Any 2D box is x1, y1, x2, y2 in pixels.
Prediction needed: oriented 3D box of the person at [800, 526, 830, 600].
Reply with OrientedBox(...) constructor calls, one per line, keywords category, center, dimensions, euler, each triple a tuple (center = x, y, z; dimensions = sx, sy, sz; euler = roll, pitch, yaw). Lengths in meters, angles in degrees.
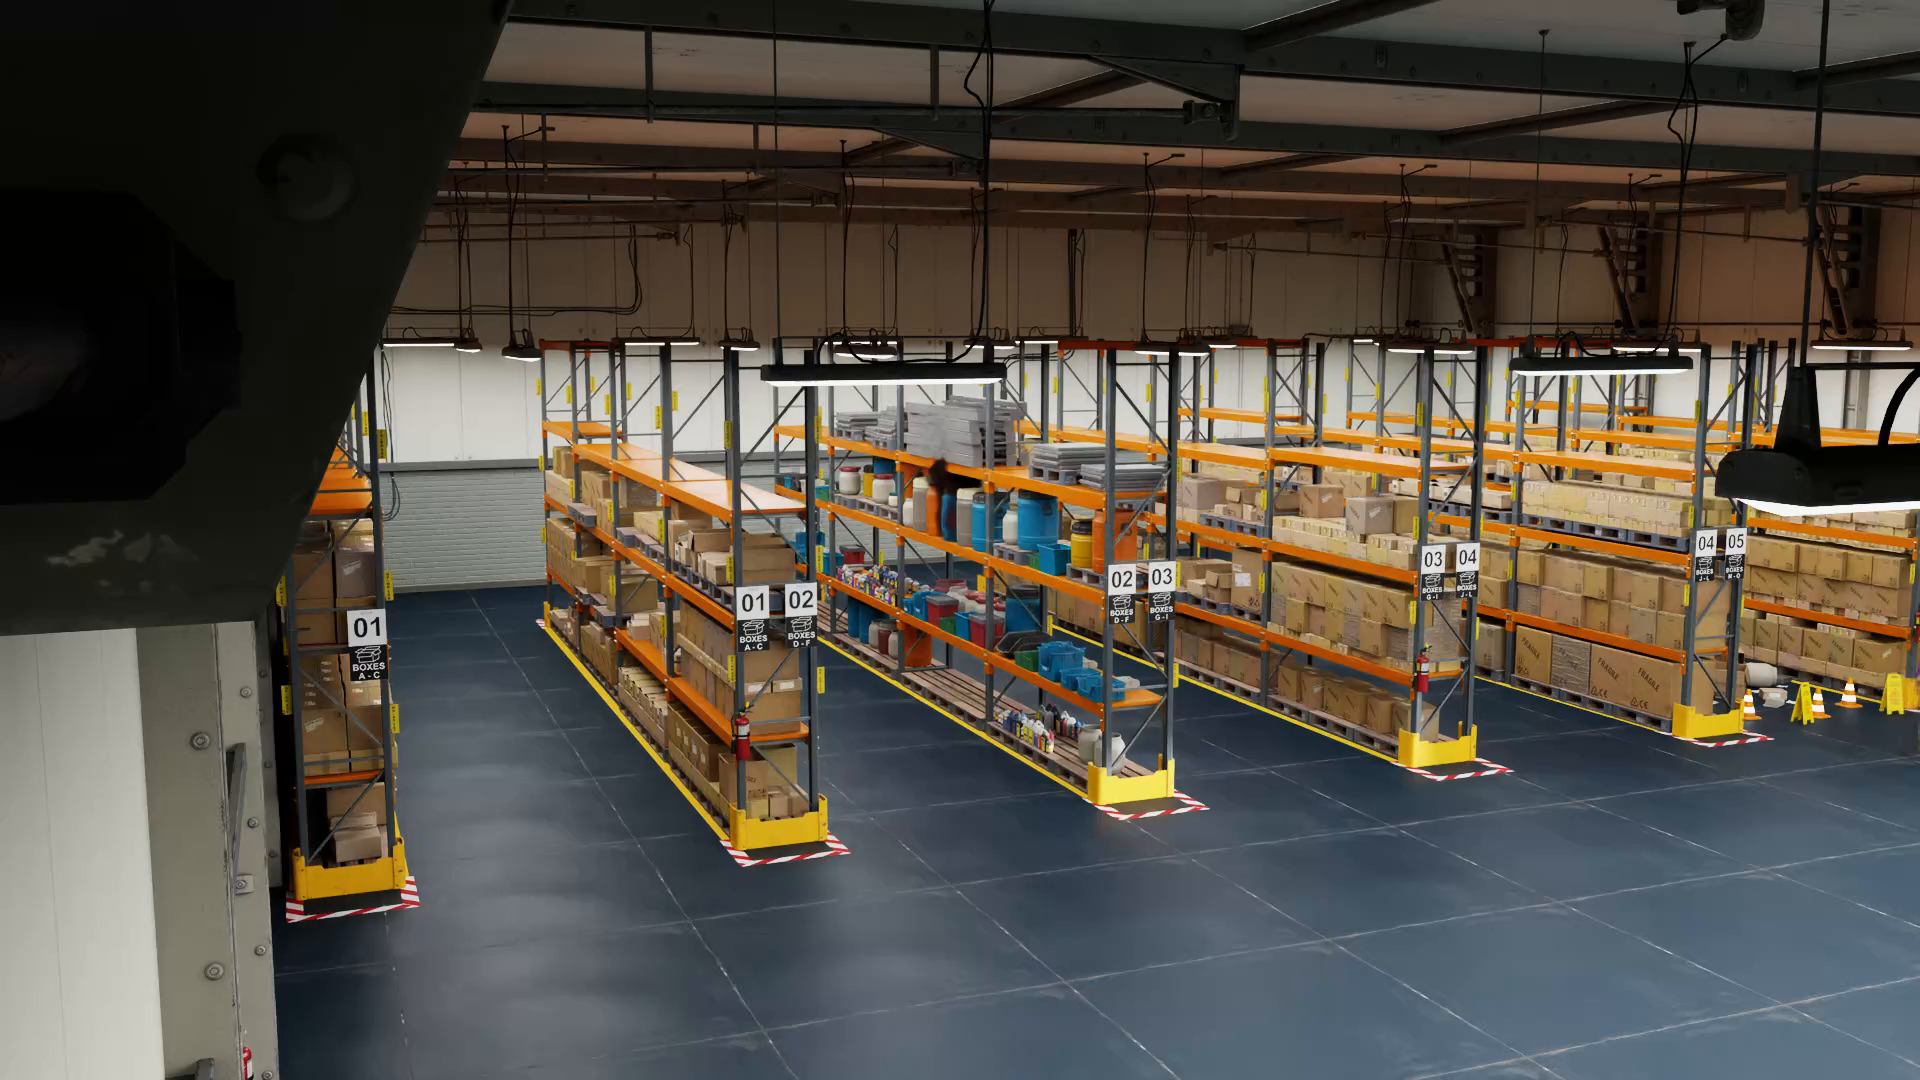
OrientedBox(category="person", center=(-3.315, 0.506, 37.958), dimensions=(0.926, 1.781, 0.735), euler=(0, 7, 1))
